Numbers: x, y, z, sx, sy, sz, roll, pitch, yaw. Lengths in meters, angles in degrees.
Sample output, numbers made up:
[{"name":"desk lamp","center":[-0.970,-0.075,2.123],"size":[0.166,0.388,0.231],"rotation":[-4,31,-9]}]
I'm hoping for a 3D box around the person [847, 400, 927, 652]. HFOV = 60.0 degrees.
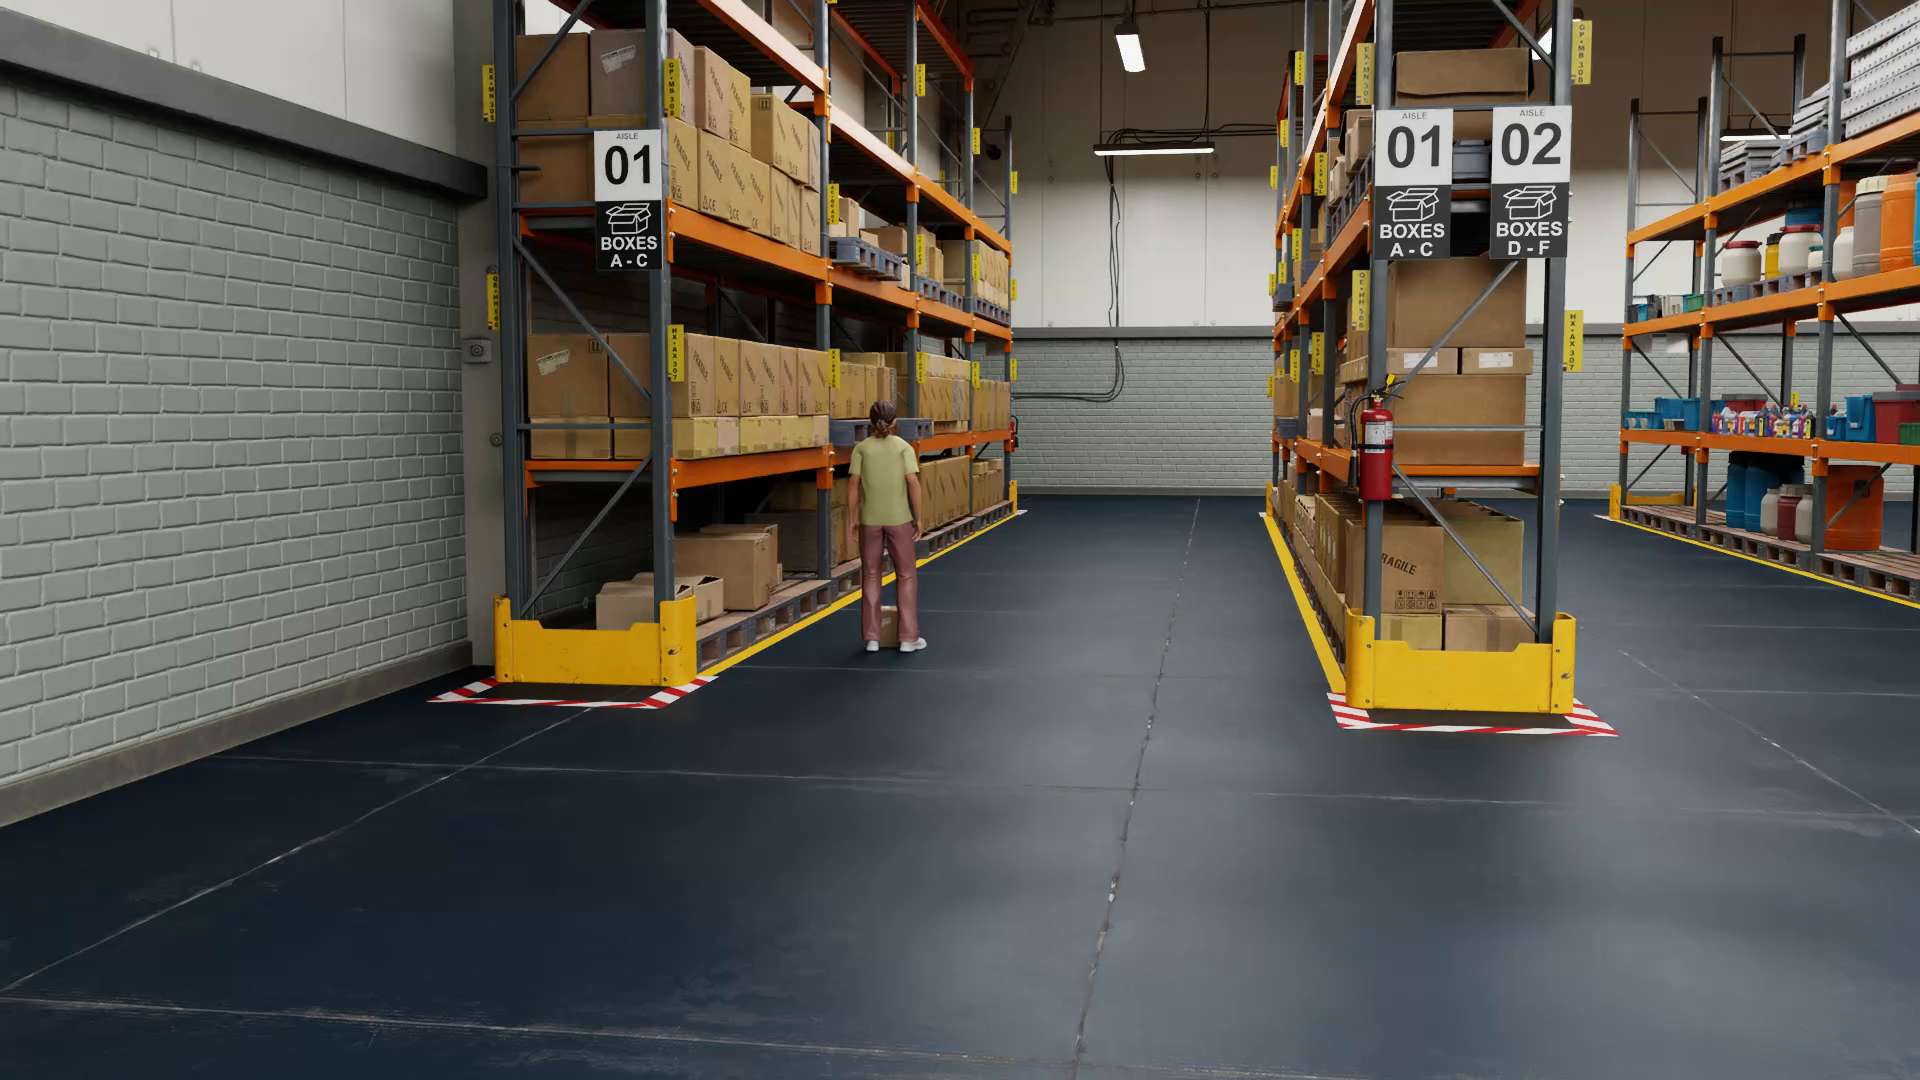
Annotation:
[{"name":"person","center":[-0.492,-0.096,11.081],"size":[0.509,1.671,0.366],"rotation":[0,5,6]}]
